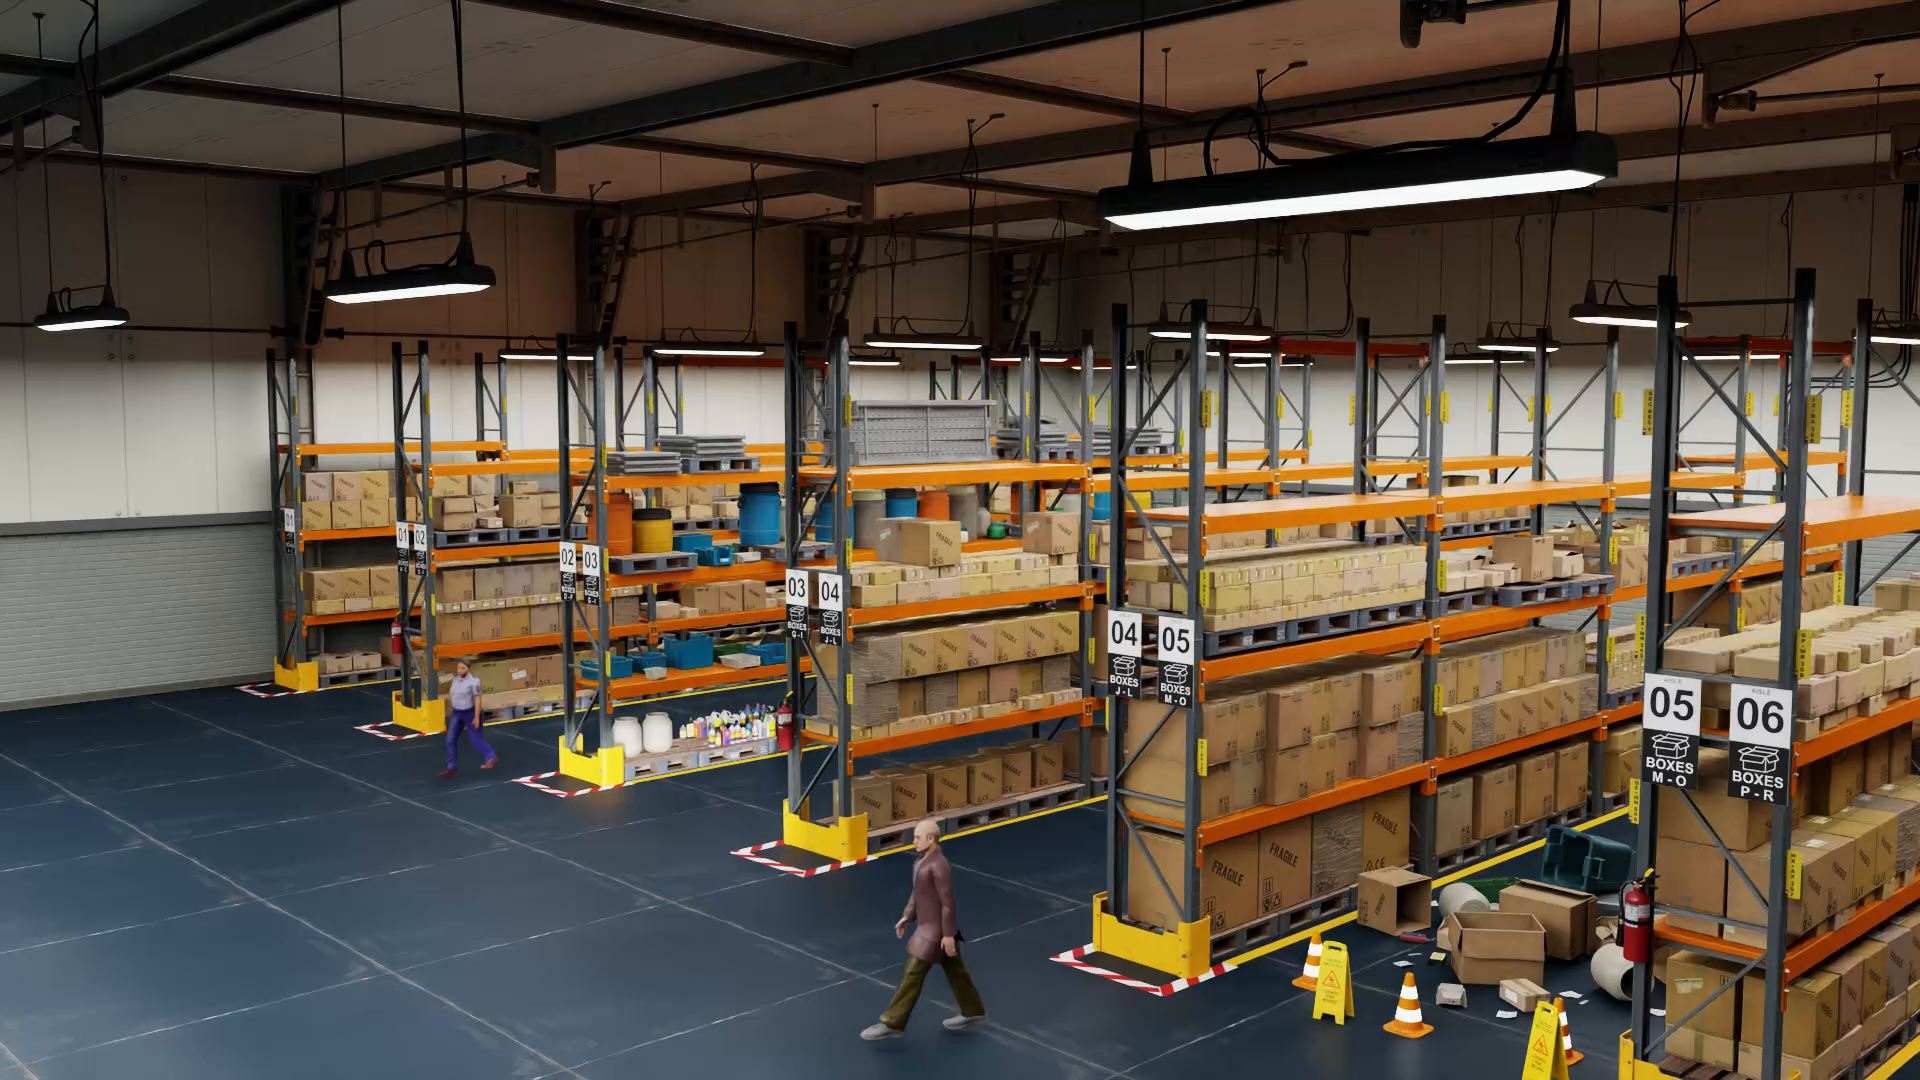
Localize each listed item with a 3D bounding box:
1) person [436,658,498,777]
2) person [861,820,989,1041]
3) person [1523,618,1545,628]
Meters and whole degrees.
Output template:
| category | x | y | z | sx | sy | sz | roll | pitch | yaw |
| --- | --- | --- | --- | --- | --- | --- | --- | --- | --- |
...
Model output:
| category | x | y | z | sx | sy | sz | roll | pitch | yaw |
| --- | --- | --- | --- | --- | --- | --- | --- | --- | --- |
| person | -6.729 | 2.395 | 22.703 | 0.514 | 1.612 | 0.821 | 2 | 5 | 20 |
| person | -0.288 | 3.116 | 13.386 | 1.064 | 1.735 | 0.611 | -1 | 5 | -7 |
| person | 9.334 | 1.971 | 27.153 | 1.074 | 1.663 | 0.551 | -5 | 7 | -43 |
